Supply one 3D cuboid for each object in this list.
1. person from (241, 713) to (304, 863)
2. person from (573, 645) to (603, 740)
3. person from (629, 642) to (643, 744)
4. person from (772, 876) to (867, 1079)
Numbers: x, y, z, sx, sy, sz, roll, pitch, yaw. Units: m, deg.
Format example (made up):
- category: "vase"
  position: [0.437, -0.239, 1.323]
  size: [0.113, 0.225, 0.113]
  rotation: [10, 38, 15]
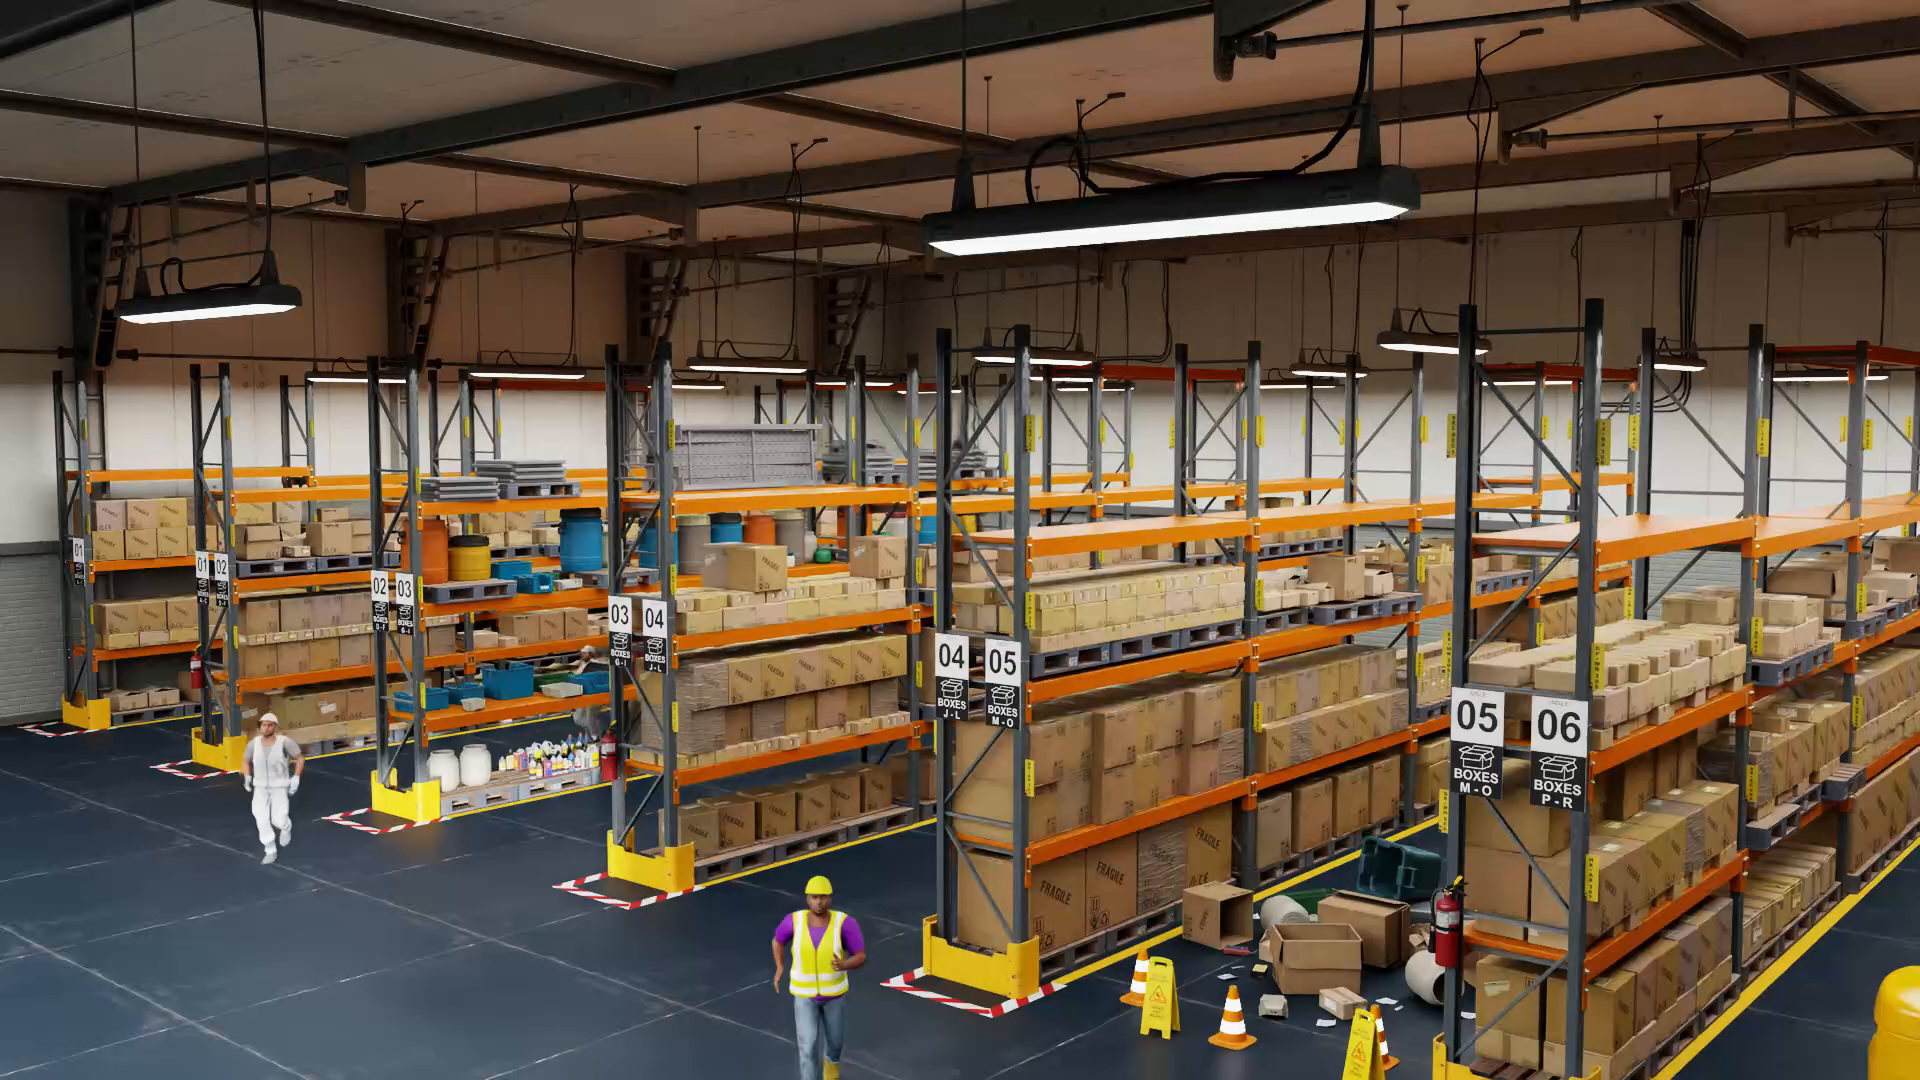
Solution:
- category: "person"
  position: [-8.078, 2.884, 19.546]
  size: [0.697, 1.742, 0.630]
  rotation: [-1, 4, -10]
- category: "person"
  position: [-5.836, 2.468, 26.161]
  size: [0.592, 1.636, 0.561]
  rotation: [3, 5, 37]
- category: "person"
  position: [-5.182, 2.406, 26.751]
  size: [0.670, 1.773, 0.767]
  rotation: [4, 6, 45]
- category: "person"
  position: [-1.047, 3.366, 12.378]
  size: [0.705, 1.746, 0.990]
  rotation: [0, 4, -5]
